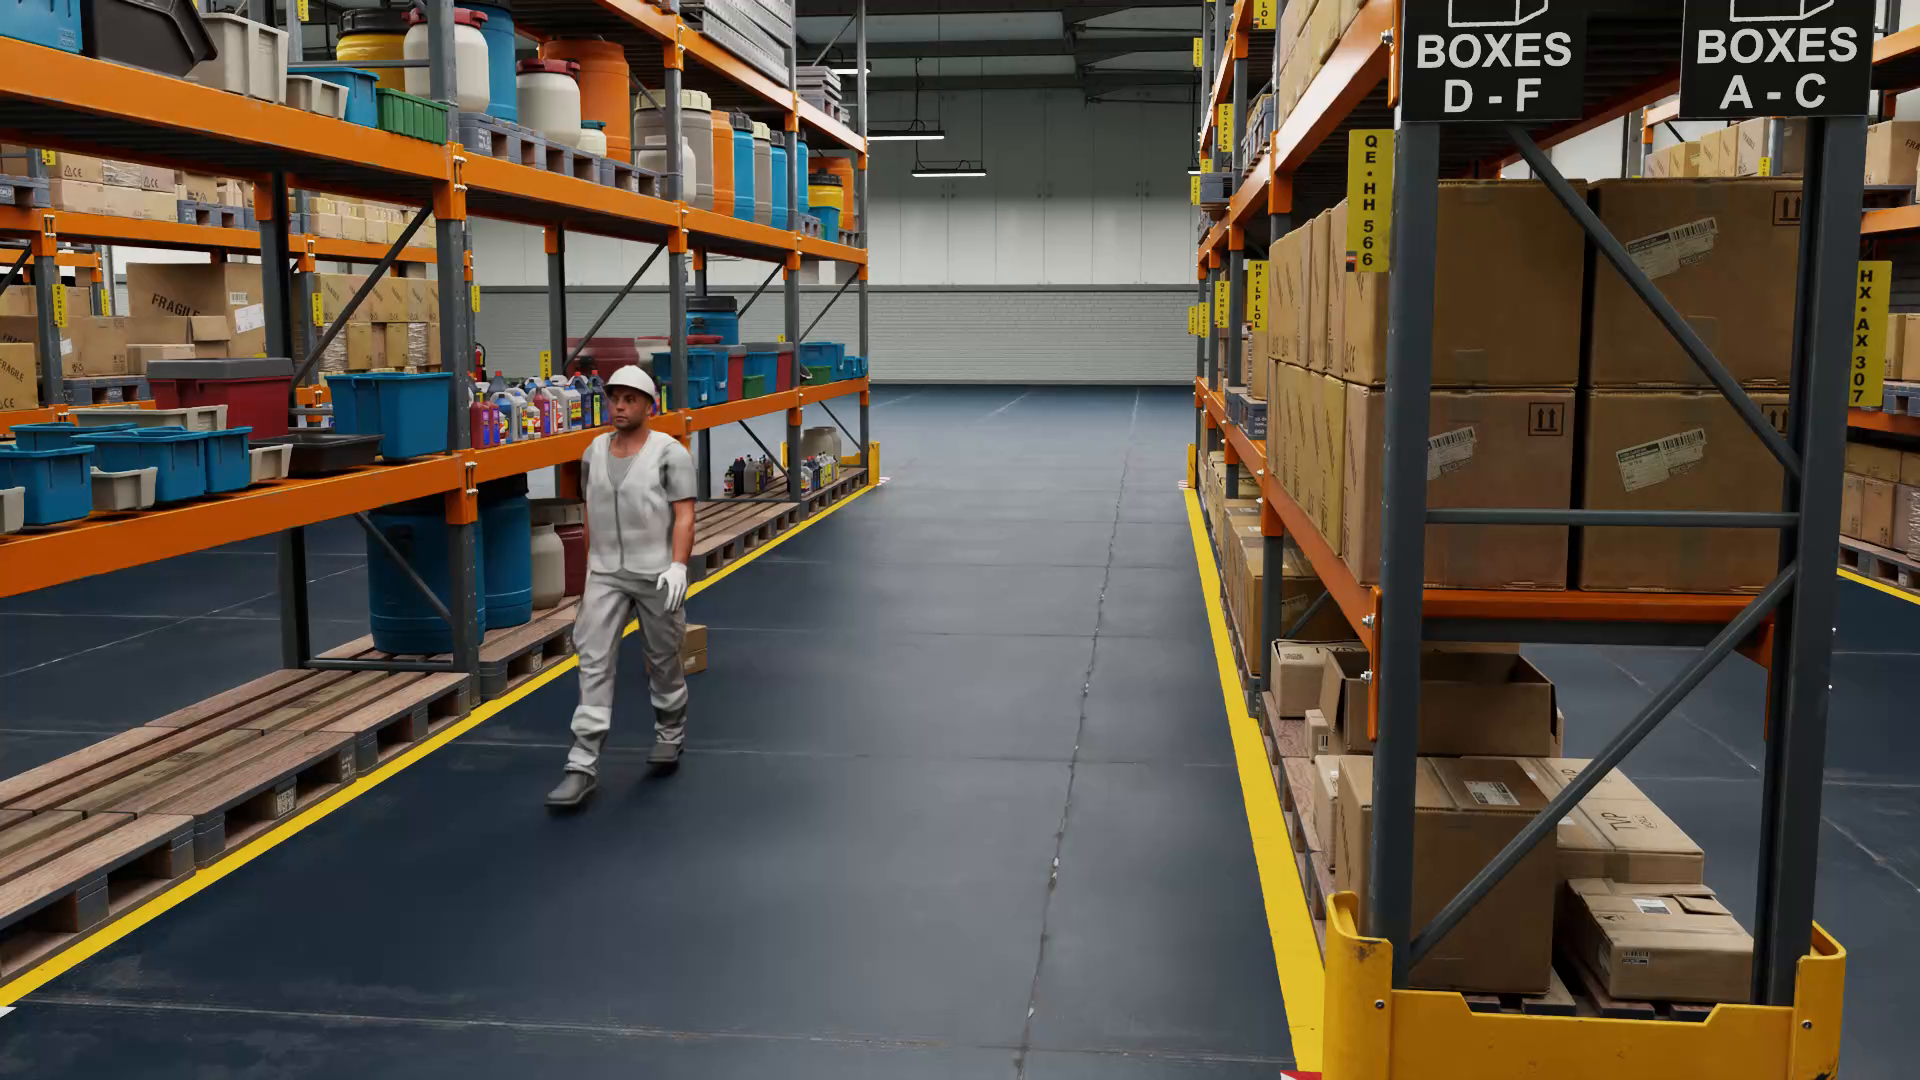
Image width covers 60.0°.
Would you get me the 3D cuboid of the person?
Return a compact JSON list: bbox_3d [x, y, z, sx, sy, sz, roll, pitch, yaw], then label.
[{"bbox_3d":[-1.374,0.152,6.895,0.569,1.738,0.968,1,8,8],"label":"person"}]
